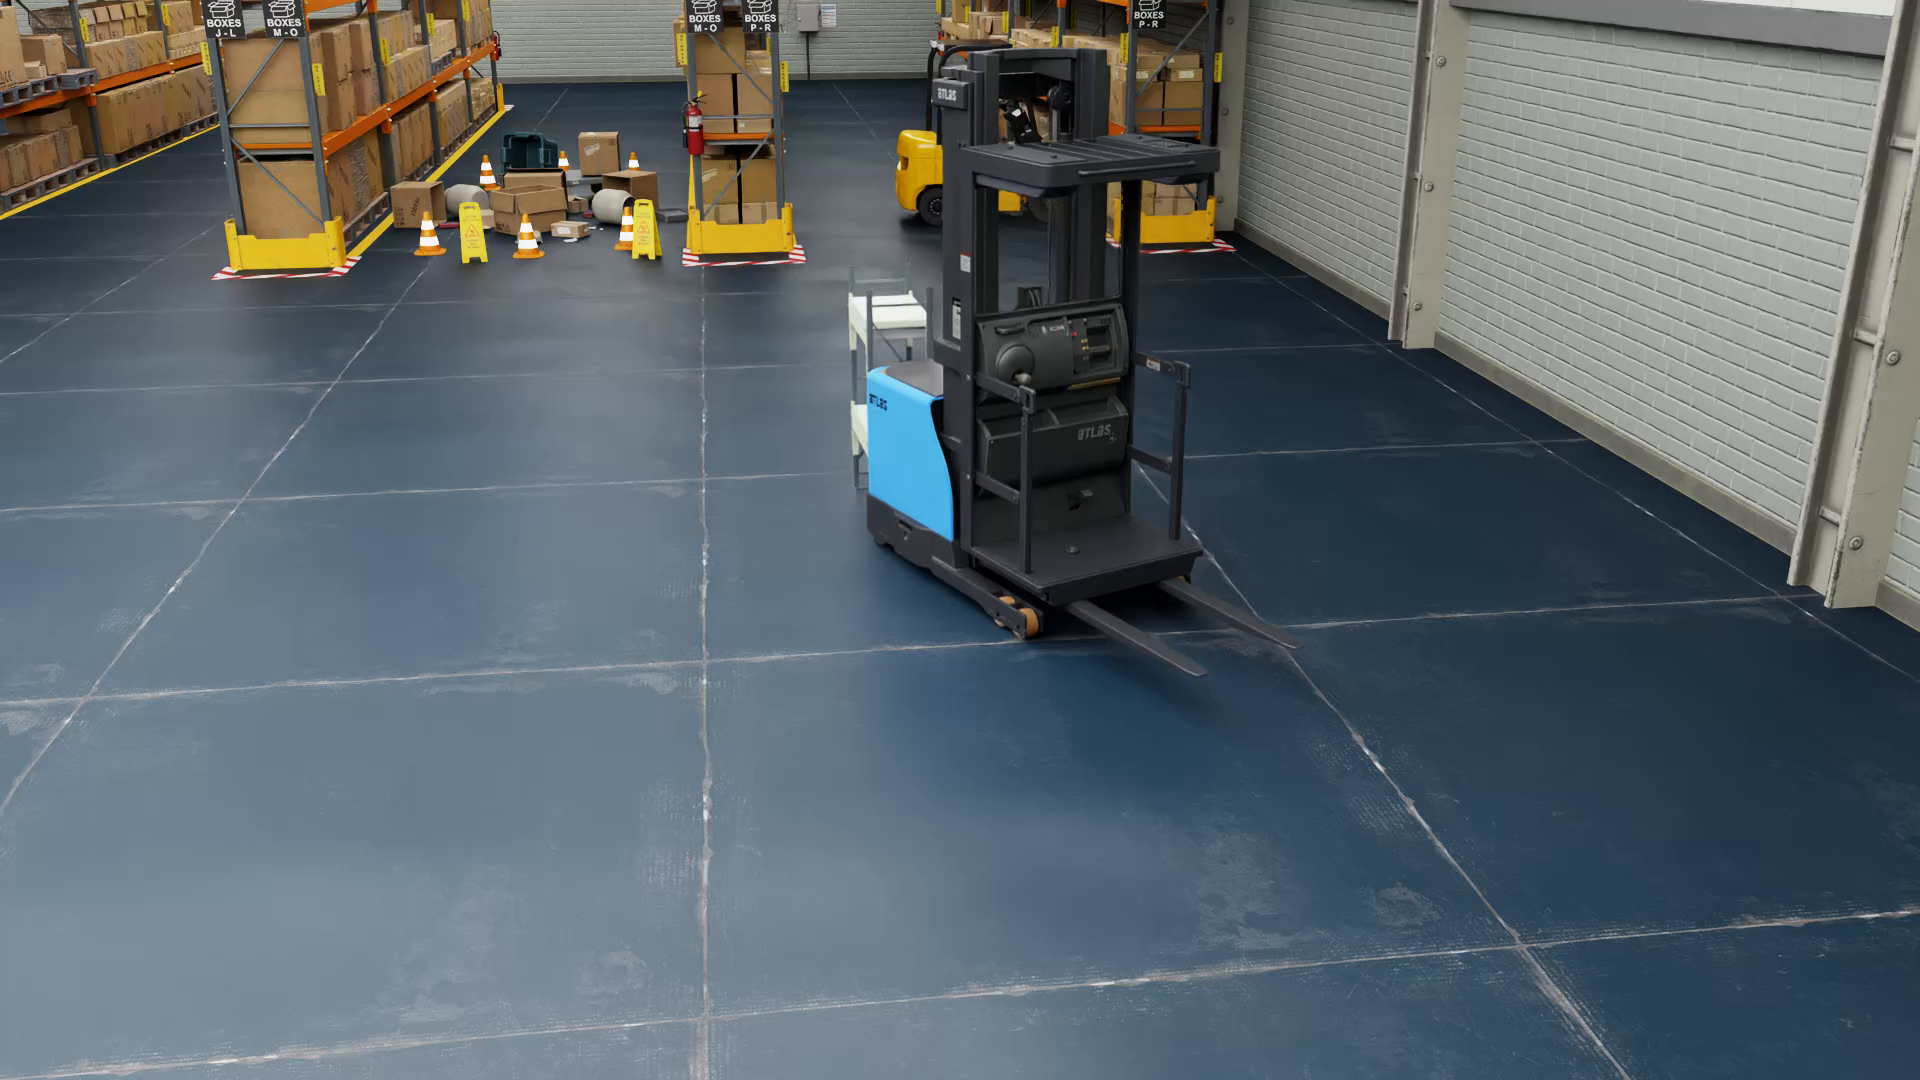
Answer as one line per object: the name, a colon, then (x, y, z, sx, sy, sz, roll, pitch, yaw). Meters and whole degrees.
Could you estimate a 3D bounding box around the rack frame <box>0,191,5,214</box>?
rack frame: (-12.881, -5.604, 20.935, 1.000, 3.000, 0.127, -3, 21, -8)

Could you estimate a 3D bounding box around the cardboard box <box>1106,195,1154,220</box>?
cardboard box: (2.033, -4.026, 20.039, 0.500, 0.250, 0.500, -3, 21, -7)

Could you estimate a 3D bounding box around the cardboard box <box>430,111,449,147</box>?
cardboard box: (-8.384, -6.488, 26.273, 0.500, 0.500, 0.500, -4, 21, -10)

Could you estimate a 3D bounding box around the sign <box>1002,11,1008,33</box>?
sign: (0.725, -8.216, 26.384, 0.100, 0.325, 0.005, -3, 21, -8)

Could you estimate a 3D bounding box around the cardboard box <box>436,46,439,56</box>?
cardboard box: (-8.559, -7.820, 26.626, 0.380, 0.149, 0.250, -2, 21, -6)

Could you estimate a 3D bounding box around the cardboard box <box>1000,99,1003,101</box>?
cardboard box: (0.868, -7.322, 27.578, 0.380, 0.149, 0.250, -4, 21, -11)

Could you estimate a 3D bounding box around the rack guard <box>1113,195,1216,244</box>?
rack guard: (2.417, -3.792, 19.654, 1.175, 0.500, 0.348, -3, 21, -8)

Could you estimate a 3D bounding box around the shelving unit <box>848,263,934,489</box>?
shelving unit: (-0.440, -0.936, 10.579, 0.431, 1.500, 0.755, -4, 21, -11)

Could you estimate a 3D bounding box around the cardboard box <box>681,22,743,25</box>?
cardboard box: (-2.853, -5.715, 19.235, 0.700, 0.500, 0.500, -3, 21, -7)

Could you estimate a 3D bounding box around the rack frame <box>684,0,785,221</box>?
rack frame: (-2.498, -4.719, 18.565, 1.000, 3.000, 0.127, -3, 21, -8)

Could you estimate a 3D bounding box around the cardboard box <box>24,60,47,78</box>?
cardboard box: (-12.950, -6.559, 23.083, 0.396, 0.266, 0.258, -4, 21, -9)

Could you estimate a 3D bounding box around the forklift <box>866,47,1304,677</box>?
forklift: (0.624, -1.033, 8.792, 1.130, 2.935, 3.031, -12, 24, -29)

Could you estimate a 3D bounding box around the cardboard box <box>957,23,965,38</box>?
cardboard box: (0.223, -9.705, 31.703, 0.500, 0.250, 0.500, -3, 21, -8)

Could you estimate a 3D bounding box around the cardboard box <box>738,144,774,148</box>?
cardboard box: (-2.488, -4.636, 20.599, 0.500, 0.500, 0.500, -3, 21, -7)

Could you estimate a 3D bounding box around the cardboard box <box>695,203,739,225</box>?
cardboard box: (-2.884, -3.903, 19.708, 0.500, 0.250, 0.500, -3, 21, -8)

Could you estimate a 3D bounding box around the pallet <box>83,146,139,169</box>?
pallet: (-13.497, -5.960, 25.872, 1.003, 0.211, 1.213, -3, 21, -8)

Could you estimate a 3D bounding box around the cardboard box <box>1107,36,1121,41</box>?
cardboard box: (2.177, -6.662, 22.270, 0.380, 0.149, 0.250, -3, 21, -9)

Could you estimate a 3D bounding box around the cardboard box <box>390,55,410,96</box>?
cardboard box: (-7.911, -6.410, 22.949, 0.500, 0.500, 0.500, -3, 21, -8)

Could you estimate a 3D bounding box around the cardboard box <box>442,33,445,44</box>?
cardboard box: (-8.665, -8.224, 27.282, 0.380, 0.149, 0.250, -3, 21, -8)

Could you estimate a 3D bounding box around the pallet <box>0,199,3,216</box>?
pallet: (-12.749, -4.067, 20.805, 1.003, 0.211, 1.213, -3, 21, -8)

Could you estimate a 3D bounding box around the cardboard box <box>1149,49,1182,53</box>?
cardboard box: (2.499, -5.858, 20.117, 0.380, 0.149, 0.250, -3, 21, -7)

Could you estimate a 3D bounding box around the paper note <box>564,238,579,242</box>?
paper note: (-4.604, -3.555, 19.692, 0.148, 0.019, 0.142, -11, 23, -26)

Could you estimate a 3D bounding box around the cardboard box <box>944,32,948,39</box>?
cardboard box: (-0.117, -10.265, 33.773, 0.380, 0.149, 0.250, -3, 21, -8)

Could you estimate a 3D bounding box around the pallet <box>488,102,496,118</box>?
pallet: (-9.595, -8.359, 32.294, 1.003, 0.211, 1.213, -3, 21, -8)

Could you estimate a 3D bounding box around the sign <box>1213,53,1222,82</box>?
sign: (2.964, -5.440, 19.143, 0.100, 0.325, 0.005, -3, 21, -8)

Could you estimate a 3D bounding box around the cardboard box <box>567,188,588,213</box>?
cardboard box: (-5.081, -4.433, 21.706, 0.396, 0.266, 0.258, 17, 27, 39)

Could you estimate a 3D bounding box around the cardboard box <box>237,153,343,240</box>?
cardboard box: (-7.545, -3.868, 18.721, 0.875, 0.875, 0.875, -3, 21, -7)

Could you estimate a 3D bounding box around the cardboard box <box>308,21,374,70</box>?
cardboard box: (-7.745, -6.082, 20.455, 0.875, 0.550, 0.550, -3, 21, -8)

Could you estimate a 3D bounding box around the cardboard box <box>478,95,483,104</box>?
cardboard box: (-9.069, -8.178, 30.874, 0.380, 0.149, 0.250, -3, 21, -8)

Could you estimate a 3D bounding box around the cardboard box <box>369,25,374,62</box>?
cardboard box: (-8.036, -6.507, 21.778, 0.700, 0.500, 0.500, -3, 21, -9)

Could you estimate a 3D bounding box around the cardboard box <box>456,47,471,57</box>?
cardboard box: (-8.828, -8.586, 29.278, 0.380, 0.149, 0.250, -2, 21, -6)

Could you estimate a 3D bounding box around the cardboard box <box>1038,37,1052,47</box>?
cardboard box: (1.355, -7.255, 24.283, 0.380, 0.149, 0.250, -3, 21, -7)

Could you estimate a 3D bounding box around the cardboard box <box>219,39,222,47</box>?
cardboard box: (-14.159, -9.358, 31.342, 0.380, 0.149, 0.250, -3, 21, -8)

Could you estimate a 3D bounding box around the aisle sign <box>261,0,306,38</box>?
aisle sign: (-7.074, -5.643, 17.323, 0.394, 0.787, 0.004, -3, 21, -8)

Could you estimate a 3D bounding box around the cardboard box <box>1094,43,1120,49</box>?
cardboard box: (1.907, -6.193, 21.016, 0.380, 0.149, 0.250, -3, 21, -8)

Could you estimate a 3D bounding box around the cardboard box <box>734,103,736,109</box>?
cardboard box: (-2.701, -5.624, 21.345, 0.380, 0.149, 0.250, -3, 21, -9)

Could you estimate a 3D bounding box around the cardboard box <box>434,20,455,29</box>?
cardboard box: (-8.860, -8.818, 28.447, 0.380, 0.149, 0.250, -2, 21, -5)

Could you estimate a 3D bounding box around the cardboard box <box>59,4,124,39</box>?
cardboard box: (-13.741, -8.218, 26.355, 0.797, 0.503, 0.637, -2, 21, -6)

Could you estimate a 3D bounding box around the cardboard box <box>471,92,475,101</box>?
cardboard box: (-8.937, -7.957, 29.859, 0.380, 0.149, 0.250, -2, 21, -5)

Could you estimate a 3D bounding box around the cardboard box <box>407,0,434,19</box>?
cardboard box: (-9.447, -9.393, 29.082, 0.500, 0.500, 0.500, -4, 21, -10)

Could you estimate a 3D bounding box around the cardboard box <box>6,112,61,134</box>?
cardboard box: (-13.245, -5.962, 23.764, 0.500, 0.250, 0.500, -1, 20, -2)

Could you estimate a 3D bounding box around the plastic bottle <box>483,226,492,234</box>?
plastic bottle: (-5.804, -3.787, 20.269, 0.133, 0.061, 0.283, -11, 23, -26)

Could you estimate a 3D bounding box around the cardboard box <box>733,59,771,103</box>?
cardboard box: (-2.525, -5.615, 20.394, 0.500, 0.500, 0.500, -3, 21, -9)

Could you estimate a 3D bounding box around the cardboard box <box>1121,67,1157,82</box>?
cardboard box: (2.086, -5.428, 19.391, 0.380, 0.149, 0.250, -3, 21, -7)

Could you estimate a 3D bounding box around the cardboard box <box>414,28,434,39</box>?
cardboard box: (-8.520, -8.002, 26.262, 0.380, 0.149, 0.250, -4, 21, -10)

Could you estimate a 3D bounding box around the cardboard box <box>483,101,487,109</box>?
cardboard box: (-9.149, -8.219, 31.408, 0.380, 0.149, 0.250, -3, 21, -7)

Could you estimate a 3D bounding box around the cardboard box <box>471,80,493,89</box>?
cardboard box: (-9.218, -8.771, 32.036, 0.380, 0.149, 0.250, -3, 21, -9)

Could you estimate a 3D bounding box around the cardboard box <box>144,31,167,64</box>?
cardboard box: (-13.696, -8.273, 27.937, 0.500, 0.500, 0.500, -3, 21, -8)

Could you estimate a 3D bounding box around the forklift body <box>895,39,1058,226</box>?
forklift body: (0.335, -5.138, 20.899, 2.313, 2.155, 1.214, -3, 21, -8)

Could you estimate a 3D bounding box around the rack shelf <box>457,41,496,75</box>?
rack shelf: (-9.400, -8.945, 30.907, 1.077, 0.370, 4.000, -3, 21, -8)

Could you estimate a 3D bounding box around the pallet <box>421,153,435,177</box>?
pallet: (-8.496, -5.622, 24.966, 1.003, 0.211, 1.213, -3, 21, -8)
